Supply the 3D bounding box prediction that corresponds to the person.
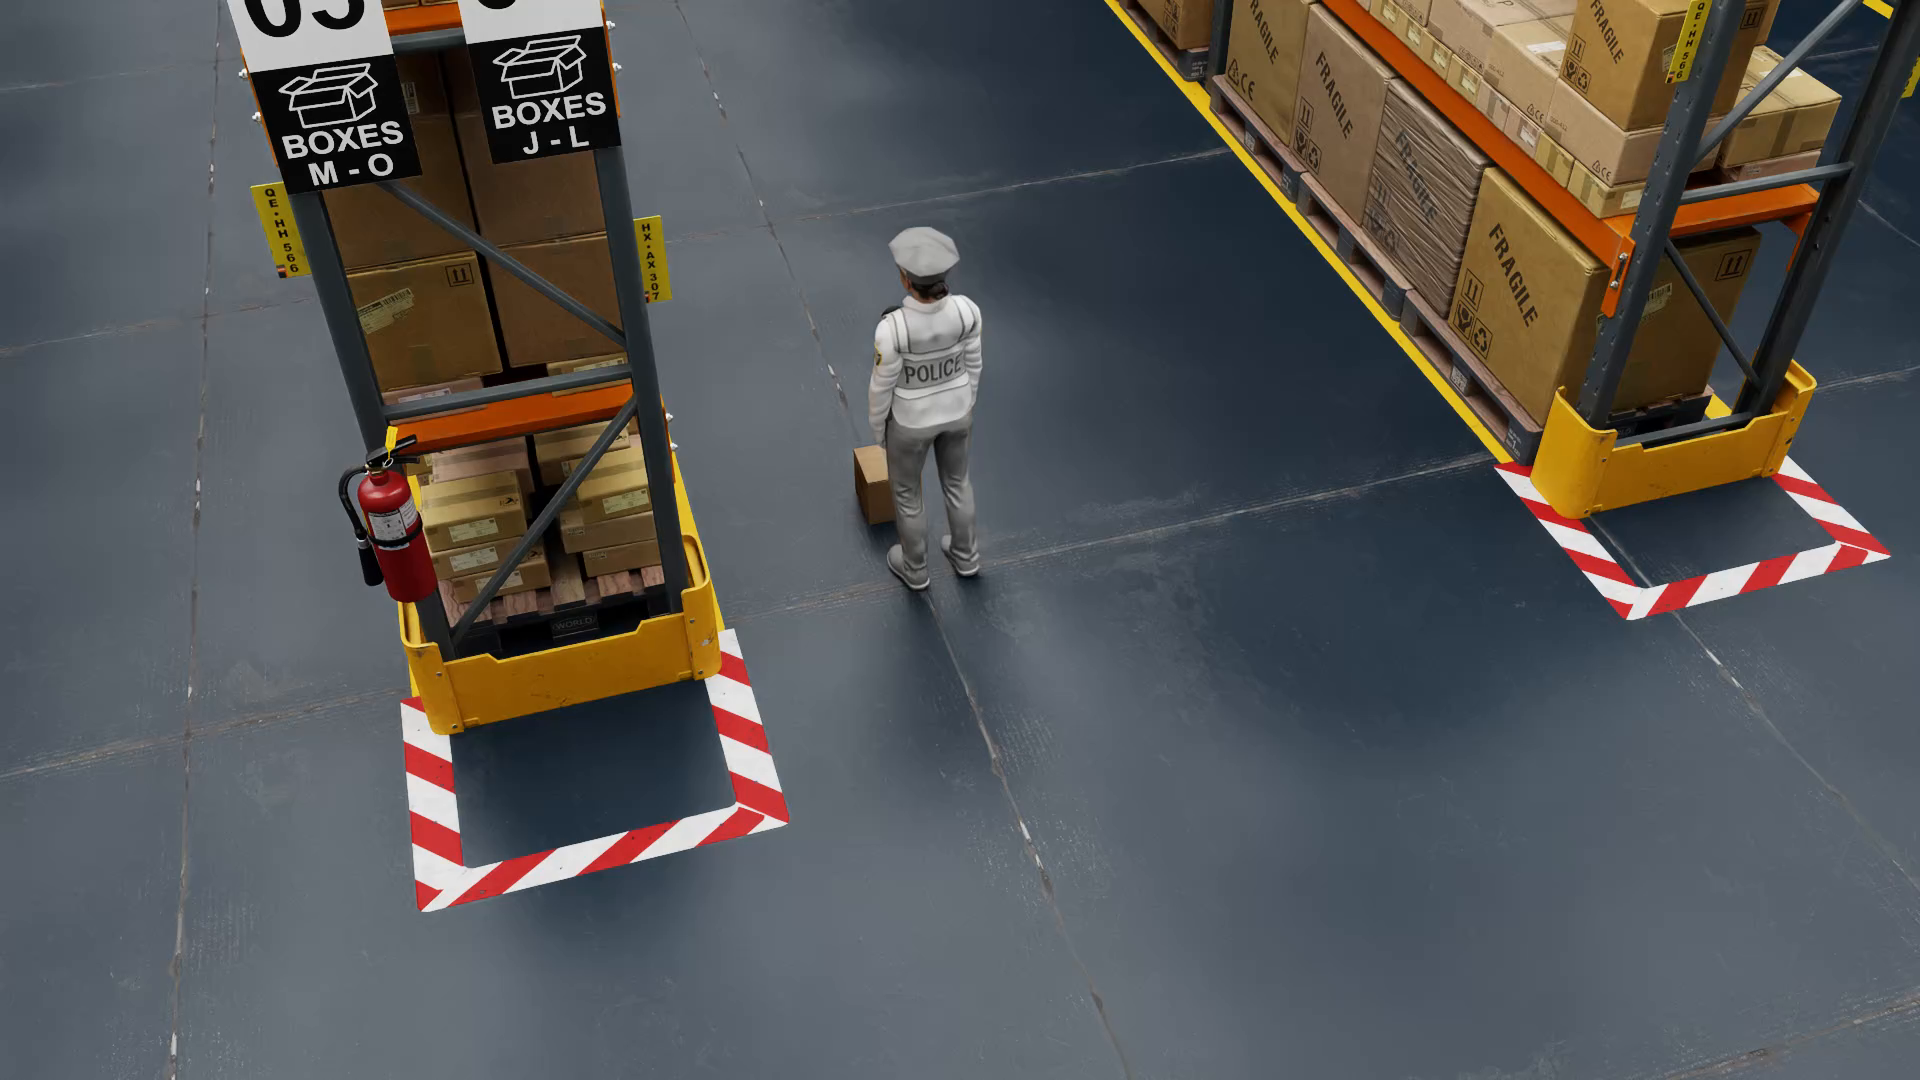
[{"bbox_3d":[-0.148,-0.498,6.712,0.469,1.684,0.330,-18,45,-18],"label":"person"}]
